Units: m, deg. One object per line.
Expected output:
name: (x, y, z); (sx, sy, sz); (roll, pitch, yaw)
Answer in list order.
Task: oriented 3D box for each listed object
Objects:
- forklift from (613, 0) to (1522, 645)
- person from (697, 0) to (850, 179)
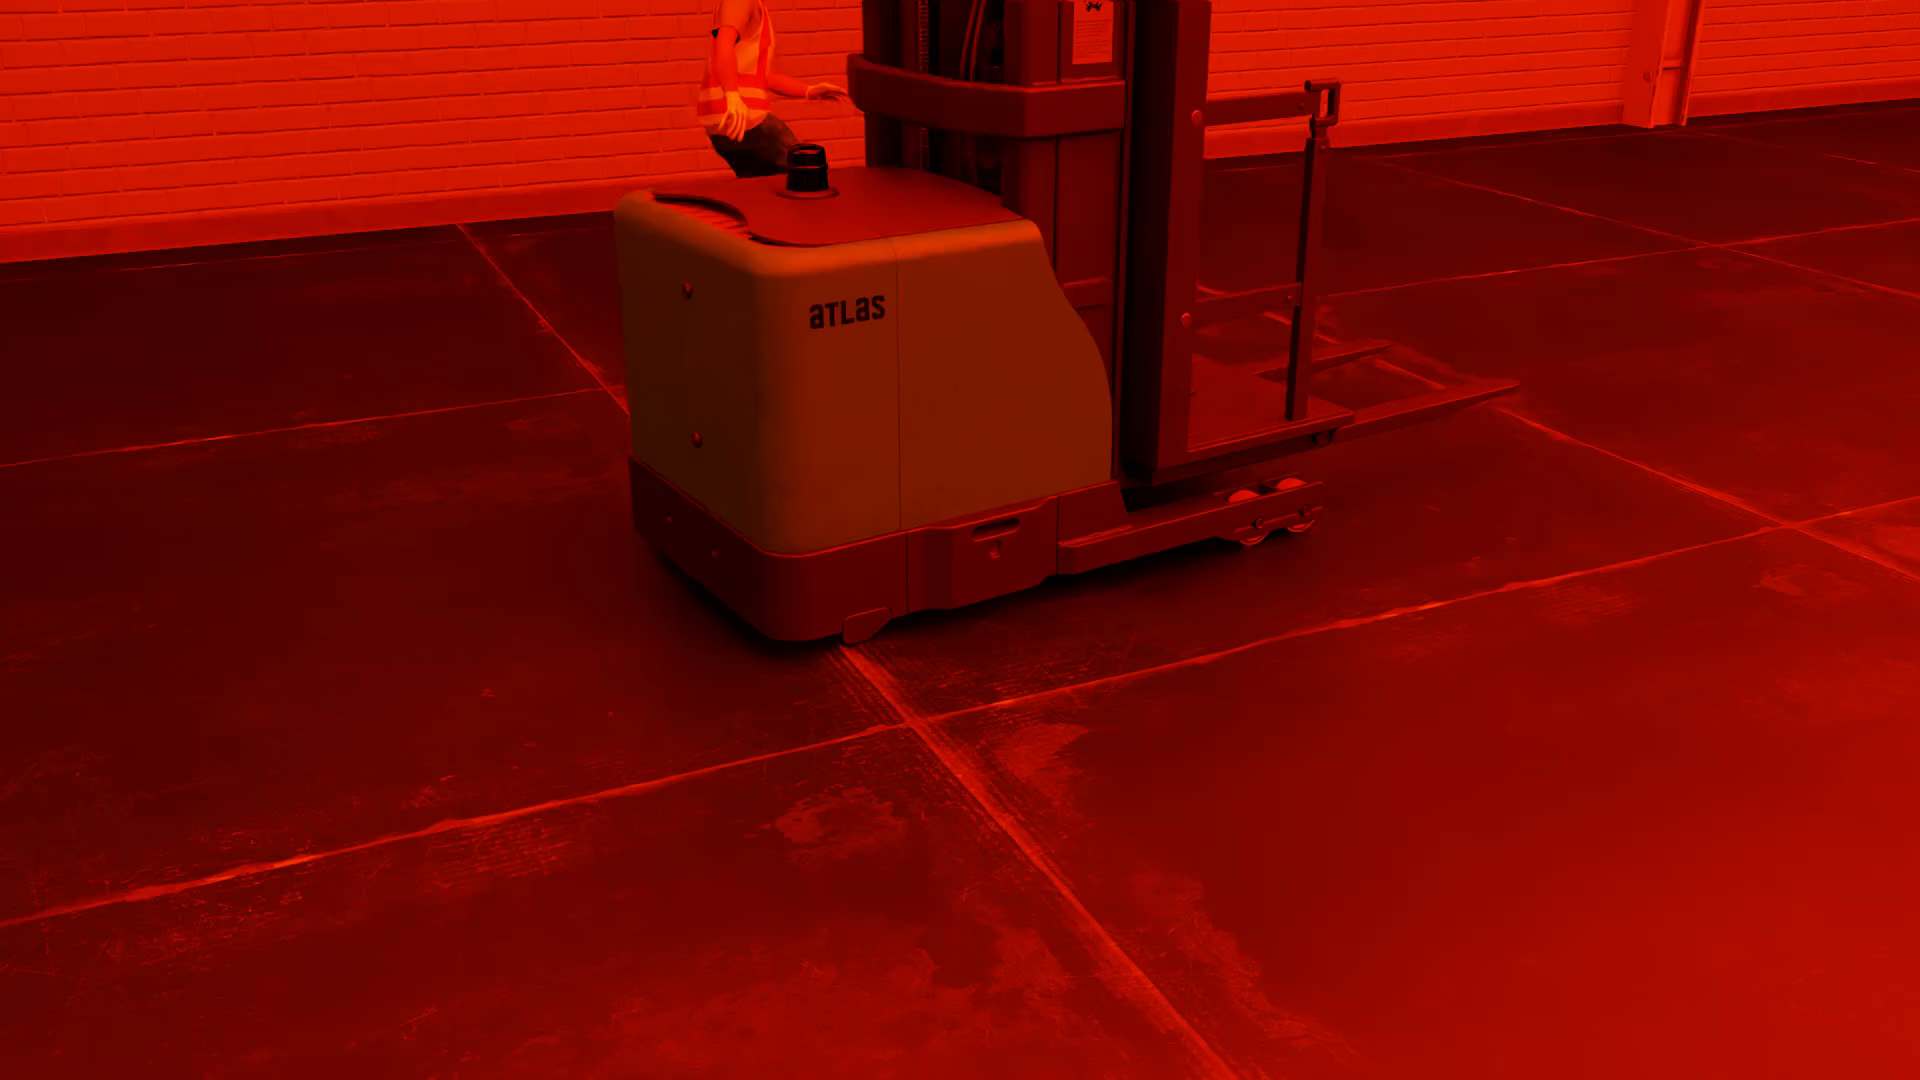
forklift: (0.529, -1.493, 4.879); (3.031, 2.935, 1.130); (-14, 26, -30)
person: (-0.841, -1.971, 7.765); (0.814, 1.610, 0.785); (-10, 25, -23)
